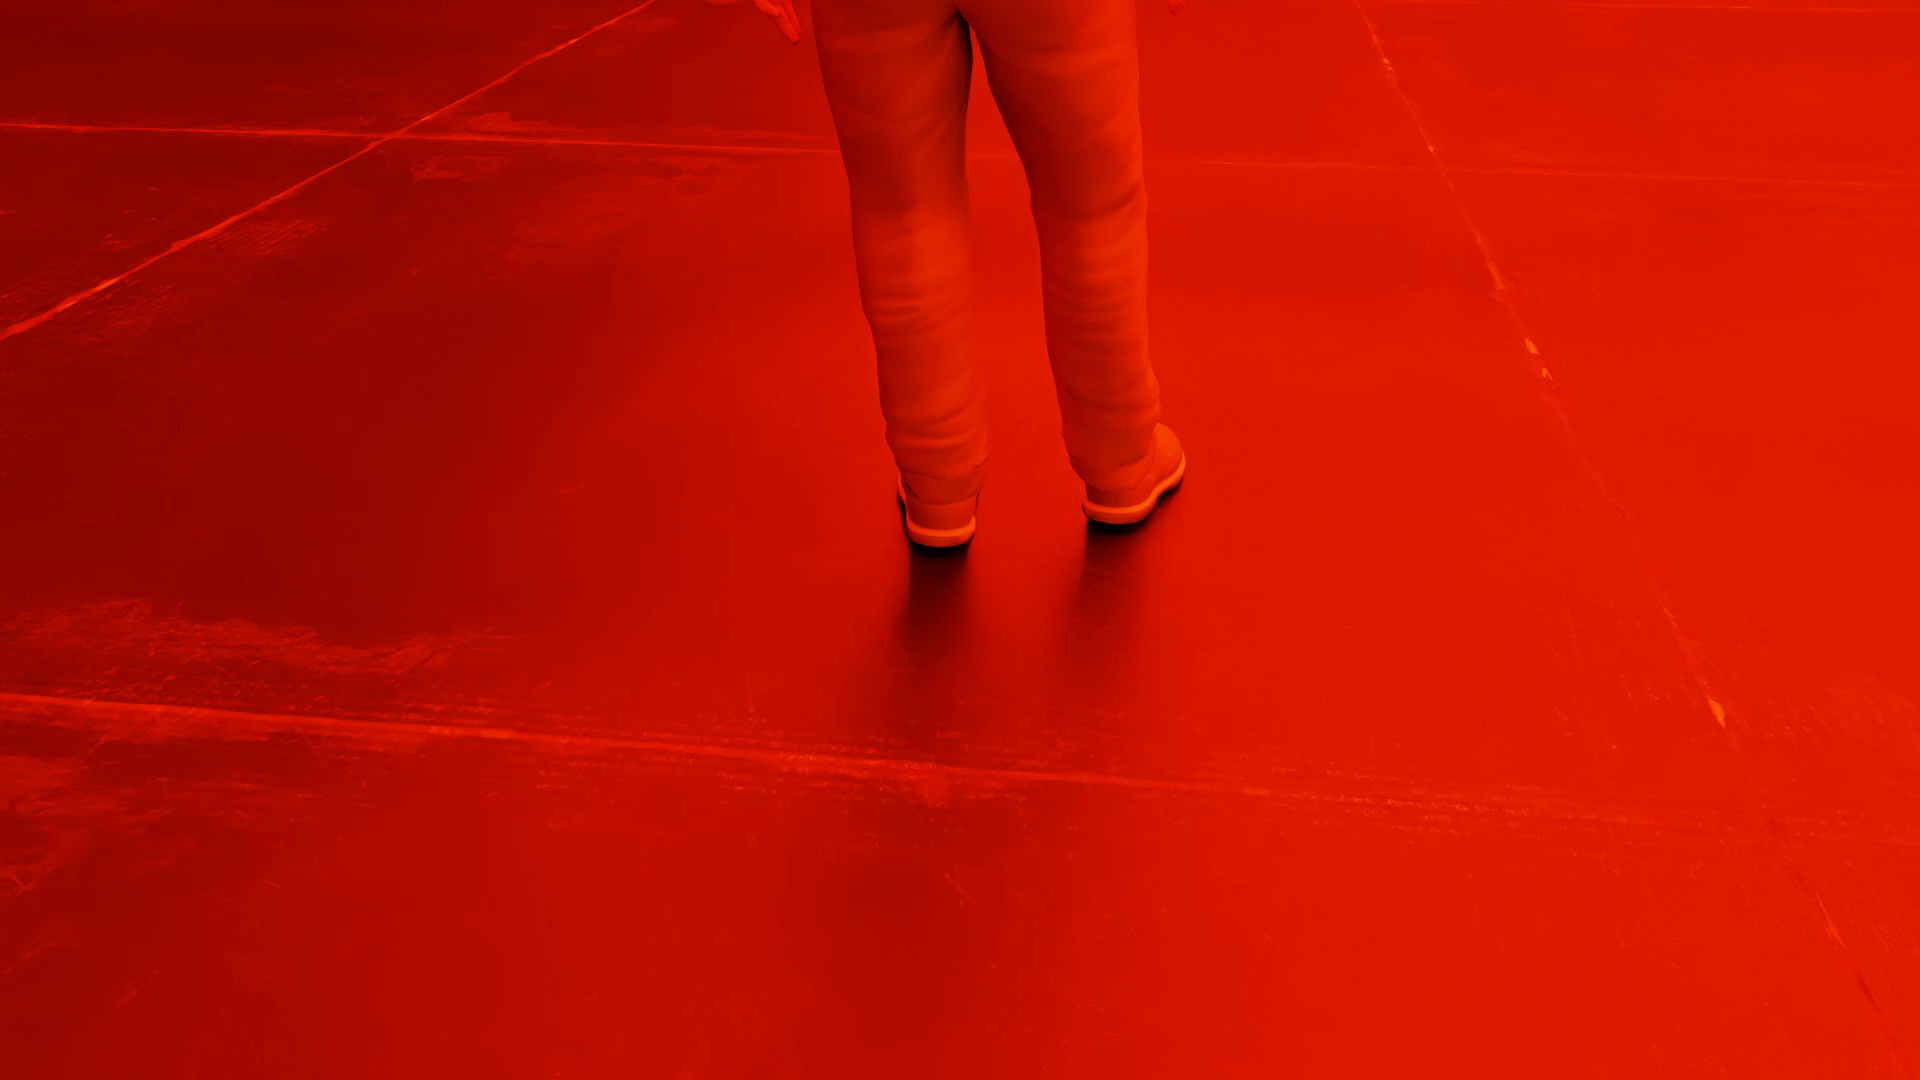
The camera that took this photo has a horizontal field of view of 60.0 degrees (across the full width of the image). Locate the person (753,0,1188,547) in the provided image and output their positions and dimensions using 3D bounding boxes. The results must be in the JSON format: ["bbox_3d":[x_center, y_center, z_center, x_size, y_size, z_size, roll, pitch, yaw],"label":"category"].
[{"bbox_3d":[0.024,-0.819,2.189,0.640,1.727,0.551,3,27,7],"label":"person"}]
